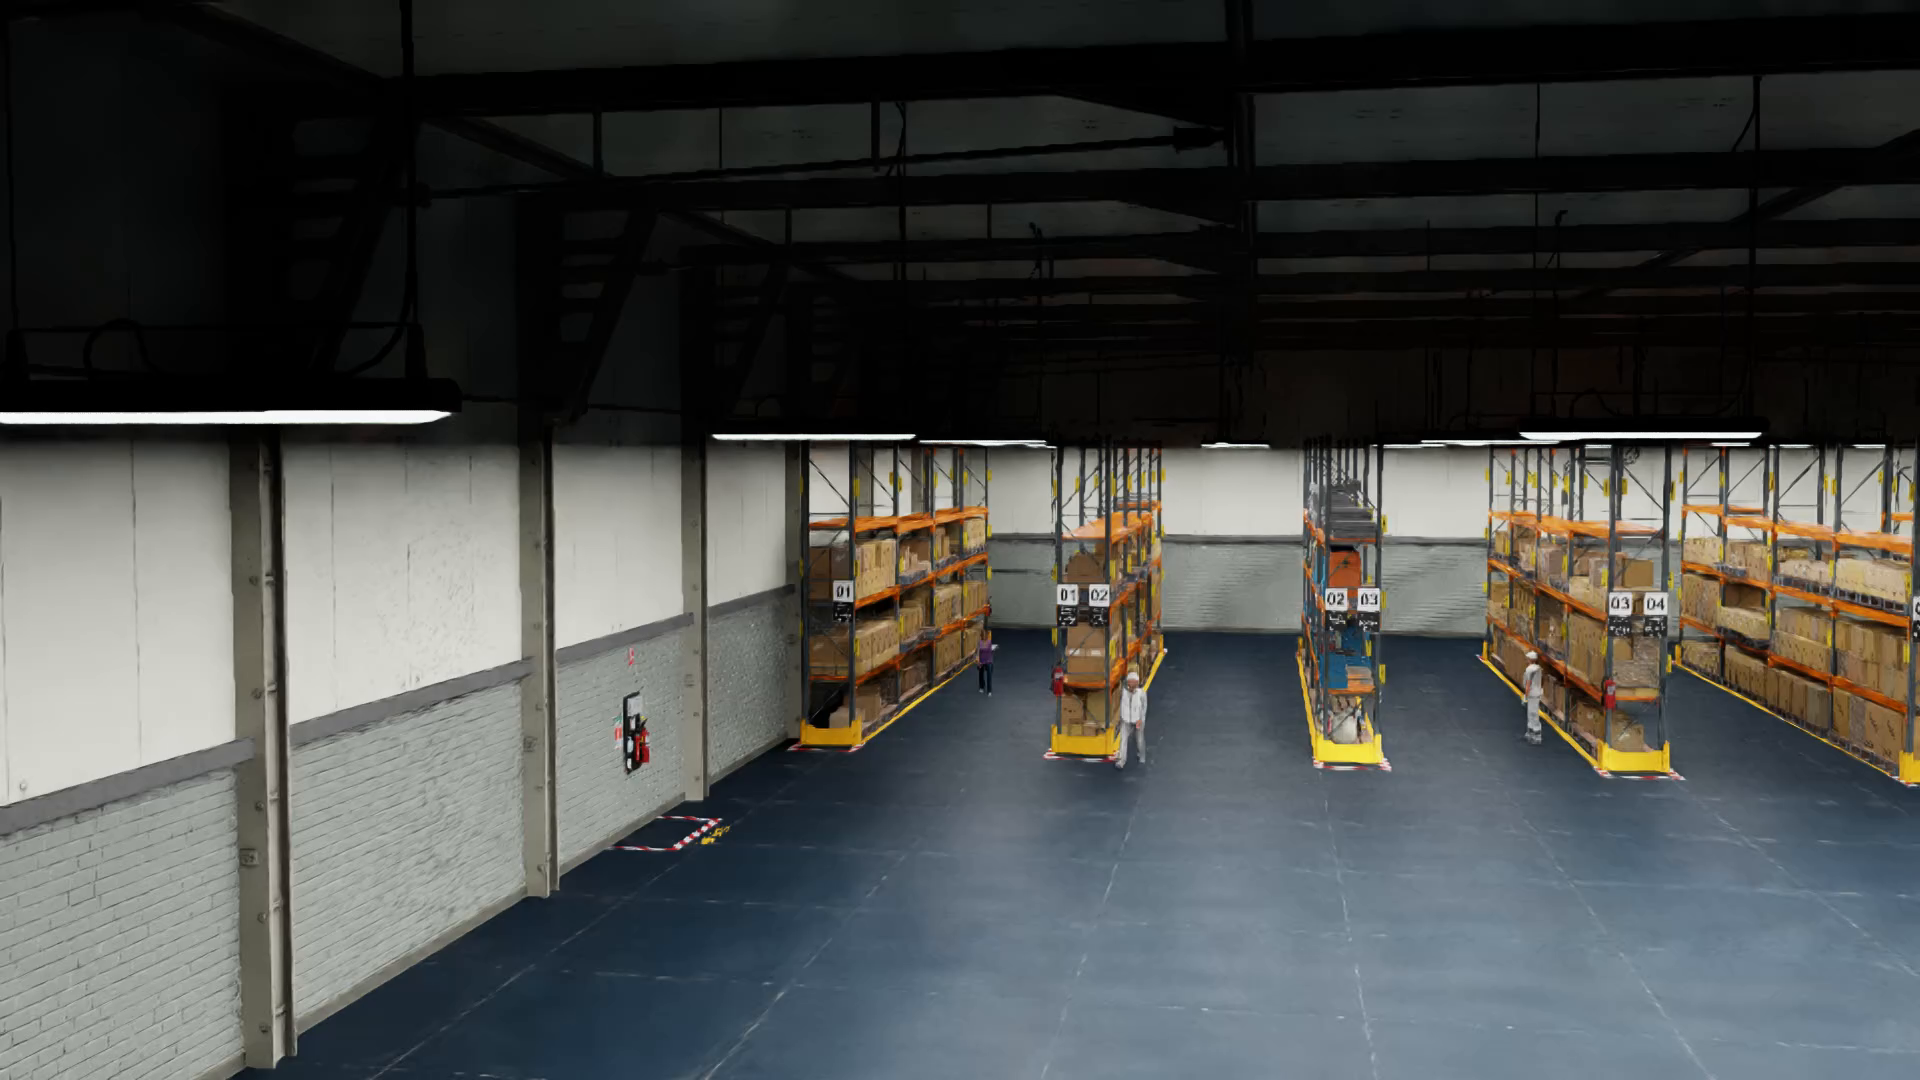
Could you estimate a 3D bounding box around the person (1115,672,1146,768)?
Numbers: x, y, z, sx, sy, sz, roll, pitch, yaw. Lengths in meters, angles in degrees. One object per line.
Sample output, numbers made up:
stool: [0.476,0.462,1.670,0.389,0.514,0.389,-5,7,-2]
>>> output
person: [3.116,3.230,30.050,0.486,1.715,1.031,1,3,19]

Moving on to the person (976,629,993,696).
person: [0.566,2.844,38.794,0.405,1.534,0.957,0,3,2]

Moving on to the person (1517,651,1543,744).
person: [11.152,3.055,32.507,0.577,1.785,0.655,2,4,38]
